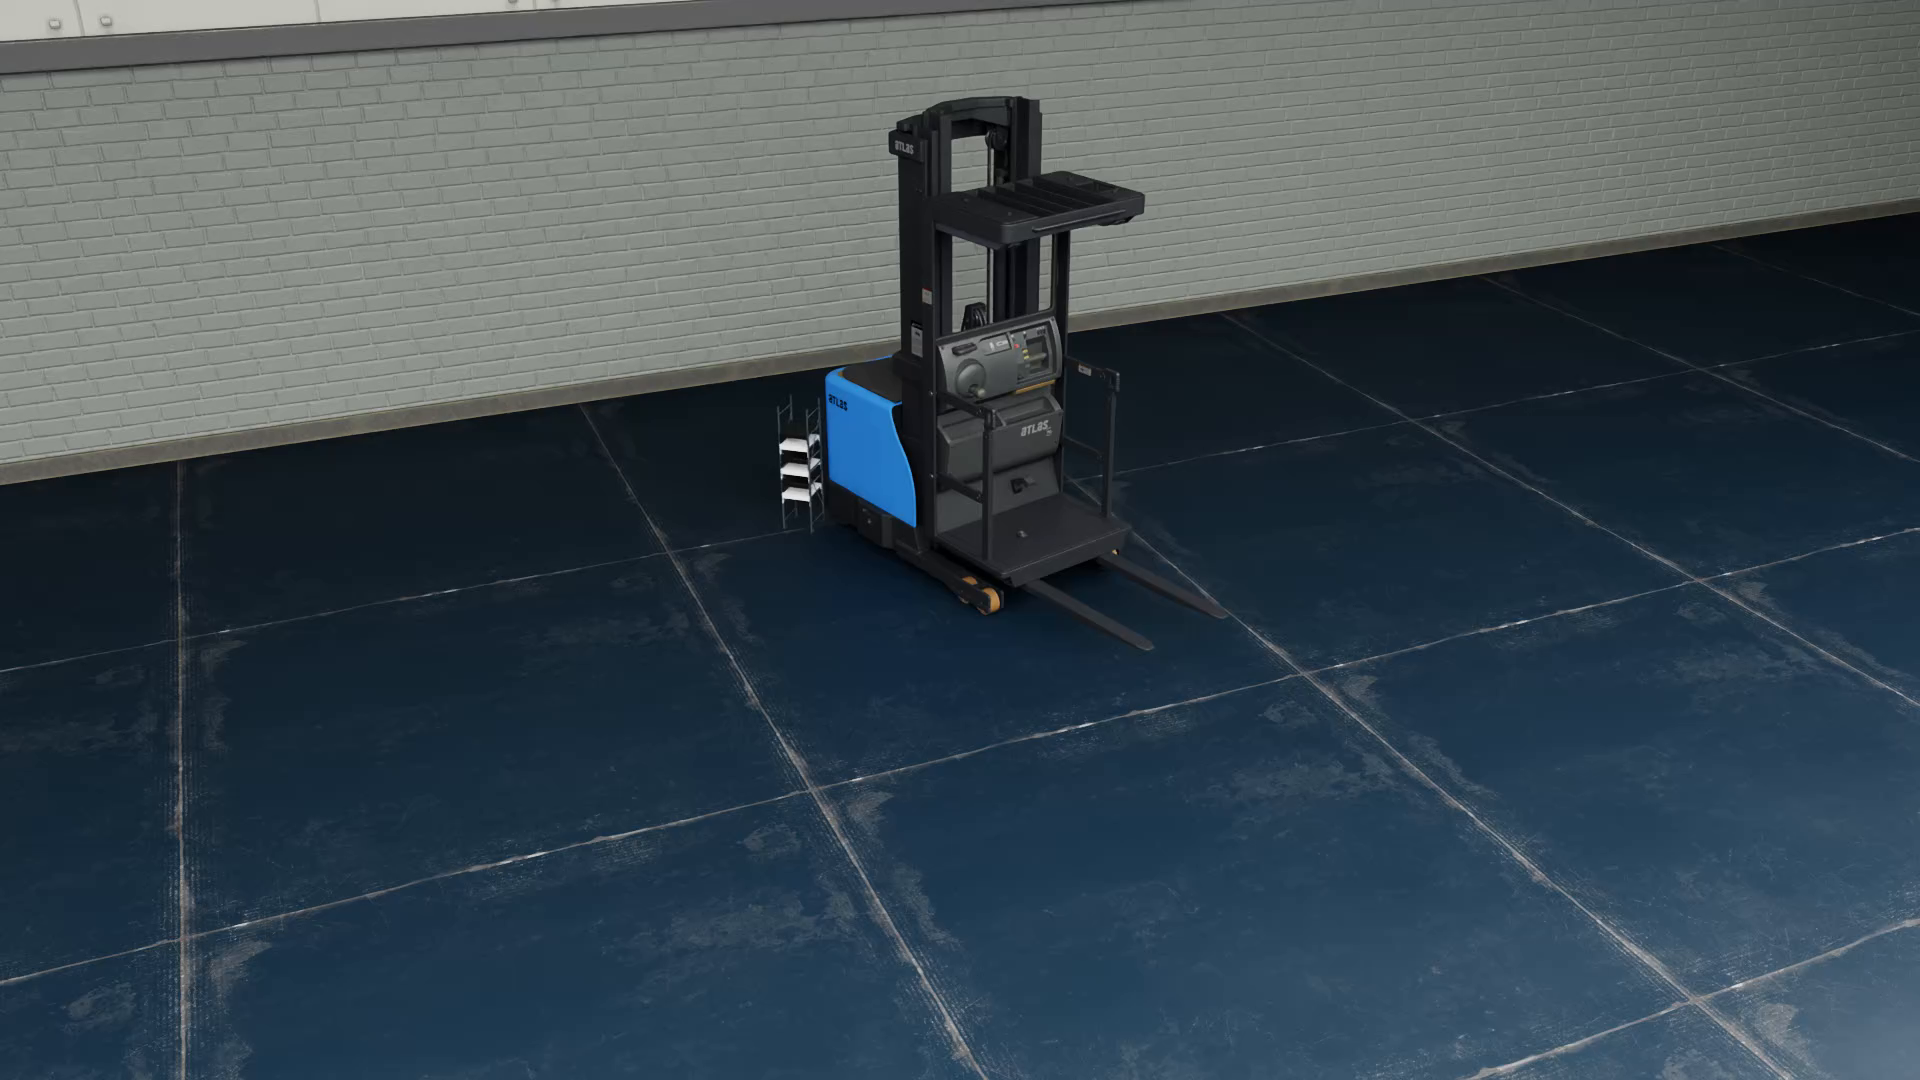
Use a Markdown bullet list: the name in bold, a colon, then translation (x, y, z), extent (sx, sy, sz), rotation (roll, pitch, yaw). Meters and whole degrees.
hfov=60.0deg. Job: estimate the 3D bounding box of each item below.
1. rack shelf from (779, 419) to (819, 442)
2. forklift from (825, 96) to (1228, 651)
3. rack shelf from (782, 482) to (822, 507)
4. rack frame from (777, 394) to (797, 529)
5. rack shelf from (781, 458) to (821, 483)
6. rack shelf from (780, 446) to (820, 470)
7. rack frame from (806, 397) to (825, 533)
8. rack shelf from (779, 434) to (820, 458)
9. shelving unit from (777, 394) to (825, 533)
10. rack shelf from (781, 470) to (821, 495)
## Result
- **rack shelf**: translation (-1.075, -0.727, 11.174), extent (0.200, 0.077, 0.258), rotation (8, 27, 15)
- **forklift**: translation (0.389, -1.101, 10.165), extent (1.130, 2.935, 3.031), rotation (-19, 32, -34)
- **rack shelf**: translation (-1.075, -0.323, 11.372), extent (0.200, 0.077, 0.258), rotation (8, 27, 15)
- **rack frame**: translation (-1.173, -0.527, 11.305), extent (0.006, 0.900, 0.240), rotation (8, 27, 15)
- **rack shelf**: translation (-1.075, -0.485, 11.293), extent (0.200, 0.077, 0.258), rotation (8, 27, 15)
- **rack shelf**: translation (-1.075, -0.565, 11.253), extent (0.200, 0.077, 0.258), rotation (8, 27, 15)
- **rack frame**: translation (-0.978, -0.502, 11.252), extent (0.006, 0.900, 0.240), rotation (8, 27, 15)
- **rack shelf**: translation (-1.075, -0.646, 11.214), extent (0.200, 0.077, 0.258), rotation (8, 27, 15)
- **shelving unit**: translation (-1.075, -0.515, 11.278), extent (0.210, 0.900, 0.258), rotation (8, 27, 15)
- **rack shelf**: translation (-1.075, -0.404, 11.332), extent (0.200, 0.077, 0.258), rotation (8, 27, 15)
